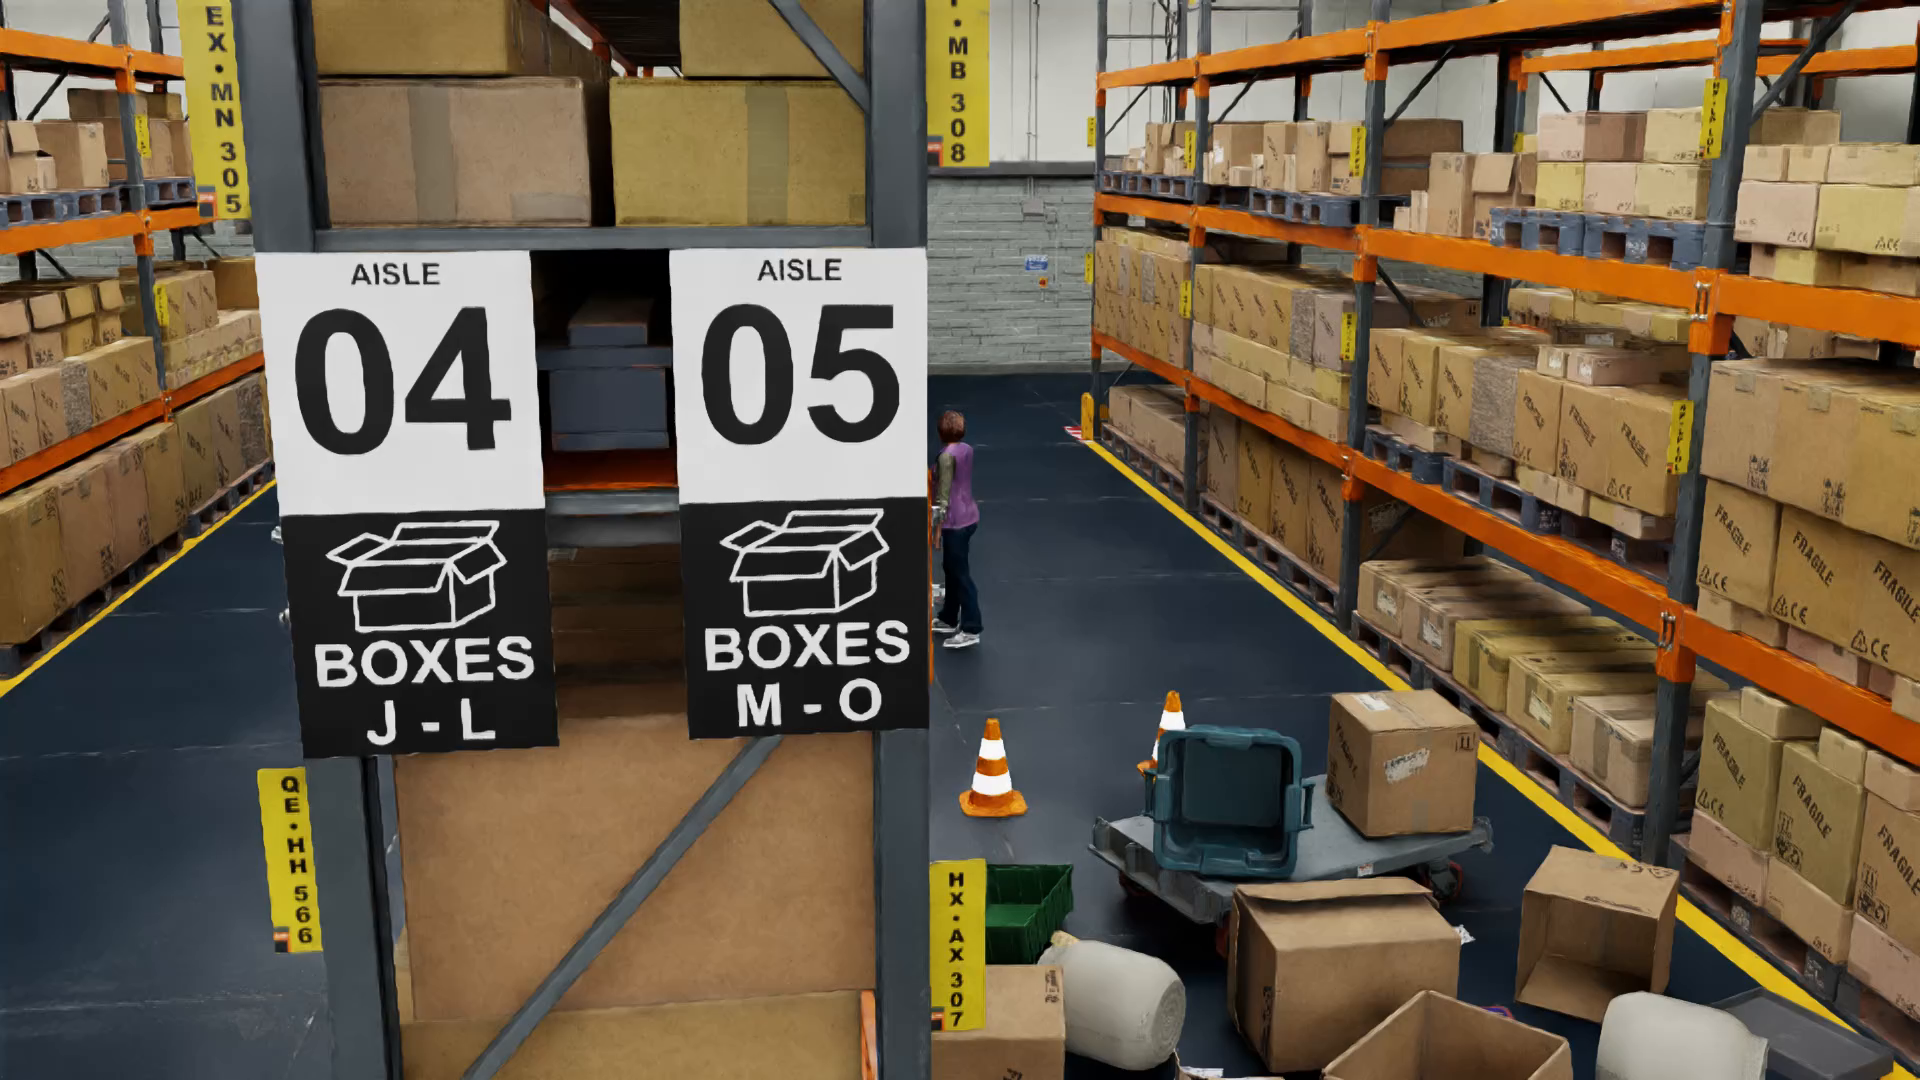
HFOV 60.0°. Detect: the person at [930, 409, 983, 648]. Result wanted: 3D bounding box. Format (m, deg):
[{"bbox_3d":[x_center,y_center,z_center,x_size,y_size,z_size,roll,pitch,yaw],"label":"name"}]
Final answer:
[{"bbox_3d":[-0.069,-0.098,11.325,0.518,1.595,0.503,4,14,16],"label":"person"}]
